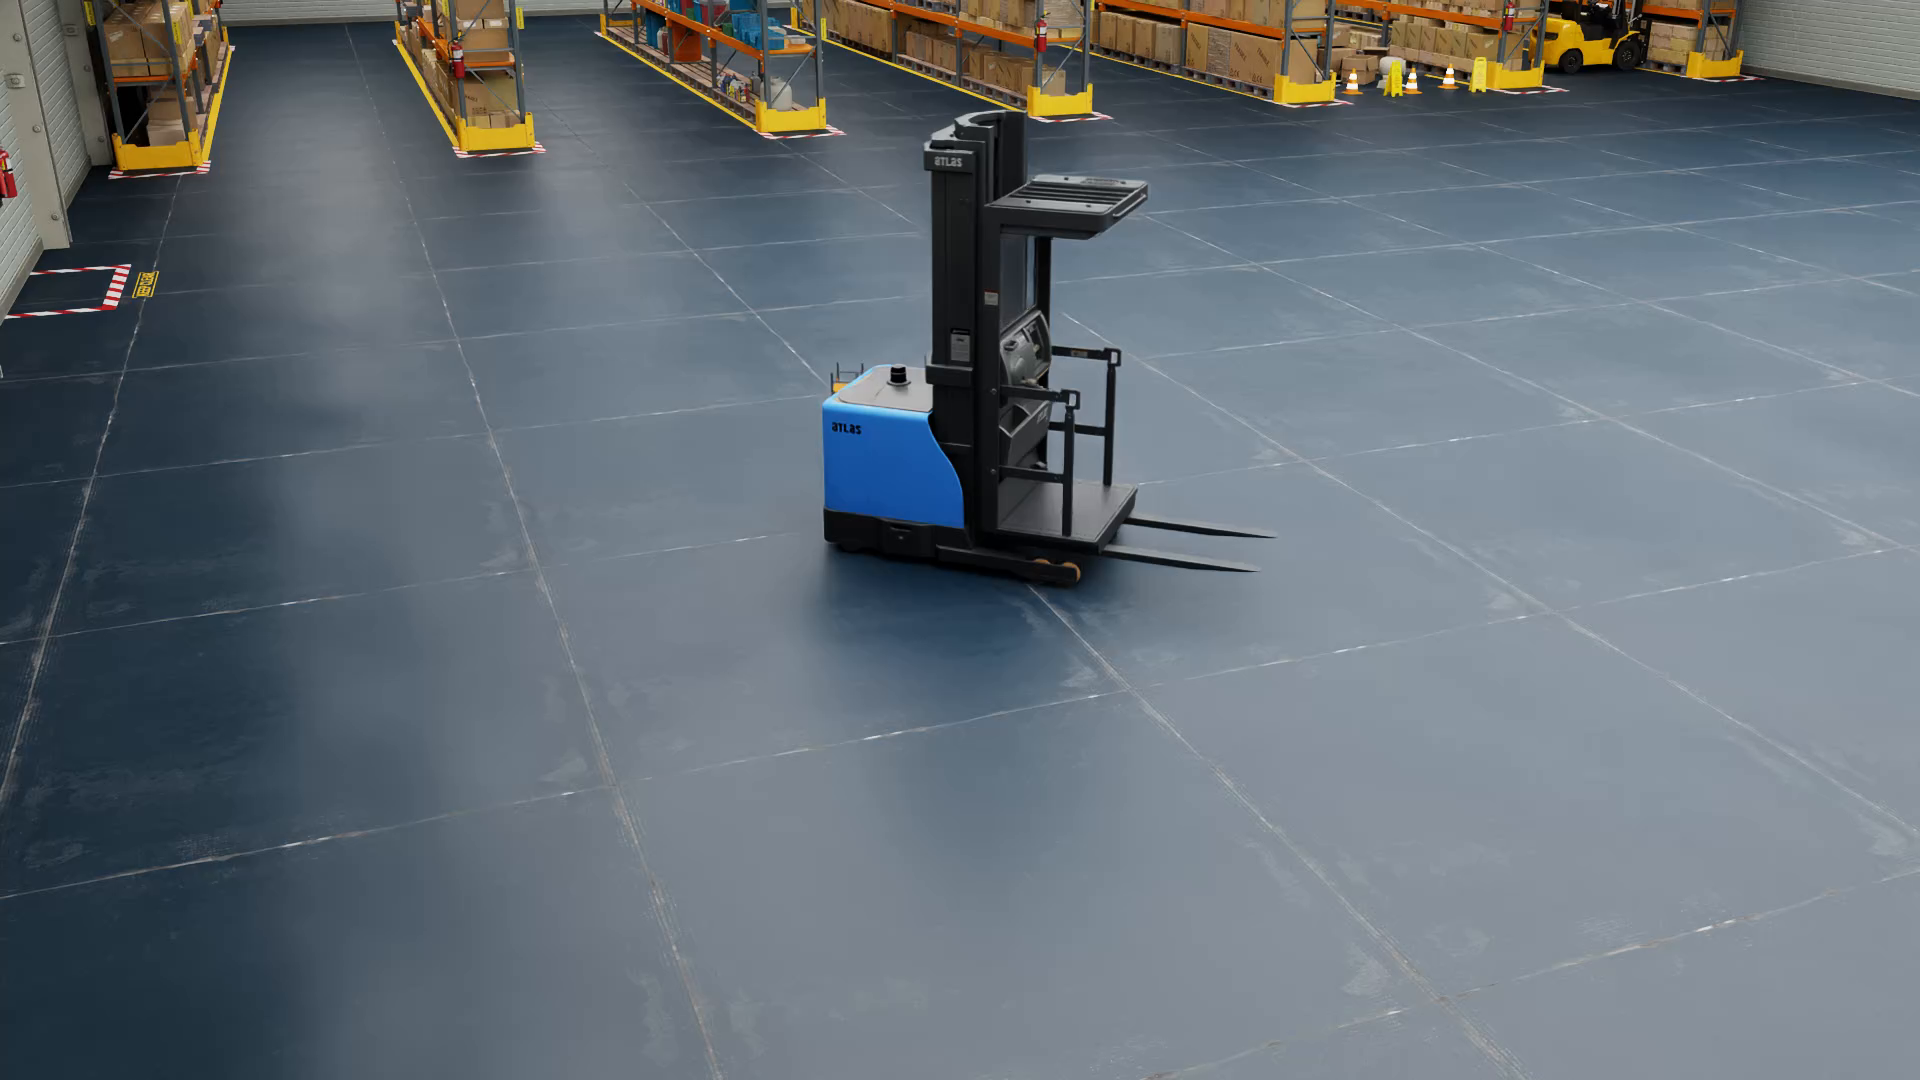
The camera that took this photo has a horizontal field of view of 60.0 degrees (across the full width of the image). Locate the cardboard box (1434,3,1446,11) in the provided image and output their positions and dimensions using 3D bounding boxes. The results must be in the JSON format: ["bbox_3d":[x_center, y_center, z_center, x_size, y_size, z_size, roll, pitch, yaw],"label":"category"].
[{"bbox_3d":[10.051,-11.046,34.418,0.380,0.149,0.250,-8,24,-19],"label":"cardboard box"}]

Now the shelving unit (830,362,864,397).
[{"bbox_3d":[-0.812,-0.759,12.198,0.215,1.050,0.252,2,23,6],"label":"shelving unit"}]

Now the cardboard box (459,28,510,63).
[{"bbox_3d":[-7.599,-7.920,26.550,0.700,0.500,0.500,-8,24,-19],"label":"cardboard box"}]

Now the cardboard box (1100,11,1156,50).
[{"bbox_3d":[3.804,-11.534,37.610,1.050,0.750,0.750,-9,24,-20],"label":"cardboard box"}]

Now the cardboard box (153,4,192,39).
[{"bbox_3d":[-12.854,-8.451,27.140,0.500,0.500,0.500,-8,24,-19],"label":"cardboard box"}]

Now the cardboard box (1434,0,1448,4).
[{"bbox_3d":[10.137,-11.314,34.220,0.500,0.500,0.500,-8,24,-18],"label":"cardboard box"}]

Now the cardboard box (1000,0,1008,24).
[{"bbox_3d":[1.230,-9.800,30.628,0.875,0.500,0.500,-8,24,-19],"label":"cardboard box"}]

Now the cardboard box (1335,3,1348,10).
[{"bbox_3d":[10.844,-15.029,46.224,0.700,0.500,0.500,-9,25,-21],"label":"cardboard box"}]

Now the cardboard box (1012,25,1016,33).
[{"bbox_3d":[1.182,-9.384,30.476,0.380,0.149,0.250,-8,24,-19],"label":"cardboard box"}]

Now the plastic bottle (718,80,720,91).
[{"bbox_3d":[-4.485,-8.535,31.174,0.097,0.201,0.097,0,23,0],"label":"plastic bottle"}]

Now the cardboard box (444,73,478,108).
[{"bbox_3d":[-8.280,-7.490,27.693,0.500,0.500,0.500,-8,24,-19],"label":"cardboard box"}]

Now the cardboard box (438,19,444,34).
[{"bbox_3d":[-9.341,-9.388,30.336,0.396,0.266,0.258,-9,24,-20],"label":"cardboard box"}]

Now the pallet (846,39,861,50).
[{"bbox_3d":[-2.073,-11.866,39.631,1.003,0.211,1.213,-8,24,-19],"label":"pallet"}]

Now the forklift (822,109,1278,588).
[{"bbox_3d":[0.622,-1.267,10.981,3.031,2.935,1.130,8,24,19],"label":"forklift"}]

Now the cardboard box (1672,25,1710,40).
[{"bbox_3d":[15.282,-10.614,34.783,0.500,0.250,0.500,-8,24,-17],"label":"cardboard box"}]

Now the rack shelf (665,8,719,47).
[{"bbox_3d":[-4.930,-10.229,33.085,1.077,0.370,4.000,-8,24,-19],"label":"rack shelf"}]

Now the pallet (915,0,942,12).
[{"bbox_3d":[-0.265,-11.165,34.625,1.003,0.211,1.213,-8,24,-19],"label":"pallet"}]

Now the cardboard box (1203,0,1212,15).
[{"bbox_3d":[5.443,-10.898,33.550,0.875,0.550,0.550,-8,24,-19],"label":"cardboard box"}]

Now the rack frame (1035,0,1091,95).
[{"bbox_3d":[1.823,-9.060,29.385,1.000,3.000,0.127,-8,24,-19],"label":"rack frame"}]

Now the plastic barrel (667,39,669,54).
[{"bbox_3d":[-6.108,-10.703,35.944,0.421,0.512,0.421,0,23,0],"label":"plastic barrel"}]

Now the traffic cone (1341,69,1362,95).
[{"bbox_3d":[7.640,-8.923,32.325,0.336,0.463,0.334,-8,24,-19],"label":"traffic cone"}]

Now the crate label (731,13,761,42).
[{"bbox_3d":[-3.714,-9.029,29.264,0.502,0.435,0.616,-8,24,-19],"label":"crate label"}]

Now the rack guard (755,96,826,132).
[{"bbox_3d":[-2.881,-7.250,28.308,1.175,0.500,0.348,-8,24,-19],"label":"rack guard"}]

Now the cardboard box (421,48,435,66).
[{"bbox_3d":[-10.361,-9.564,32.856,0.500,0.311,0.500,-7,24,-17],"label":"cardboard box"}]

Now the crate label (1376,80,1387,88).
[{"bbox_3d":[8.482,-9.082,33.121,0.298,0.136,0.250,18,29,36],"label":"crate label"}]

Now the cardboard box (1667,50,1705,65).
[{"bbox_3d":[15.275,-10.156,34.984,0.500,0.250,0.500,-8,24,-19],"label":"cardboard box"}]

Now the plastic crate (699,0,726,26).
[{"bbox_3d":[-4.681,-9.998,31.526,0.402,0.464,0.583,-8,24,-19],"label":"plastic crate"}]

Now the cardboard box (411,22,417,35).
[{"bbox_3d":[-11.389,-10.887,35.404,0.500,0.250,0.500,-8,24,-19],"label":"cardboard box"}]

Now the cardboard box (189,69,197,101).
[{"bbox_3d":[-14.139,-8.163,29.907,0.700,0.500,0.500,-8,24,-18],"label":"cardboard box"}]

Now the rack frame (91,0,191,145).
[{"bbox_3d":[-12.079,-7.022,24.547,1.000,3.000,0.127,-8,24,-19],"label":"rack frame"}]

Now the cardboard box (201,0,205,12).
[{"bbox_3d":[-15.013,-10.524,32.319,0.500,0.500,0.500,-8,24,-17],"label":"cardboard box"}]

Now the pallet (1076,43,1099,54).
[{"bbox_3d":[3.398,-11.610,39.025,1.003,0.211,1.213,-8,24,-19],"label":"pallet"}]

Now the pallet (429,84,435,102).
[{"bbox_3d":[-9.590,-8.577,31.829,1.003,0.211,1.213,-8,24,-19],"label":"pallet"}]

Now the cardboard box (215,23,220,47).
[{"bbox_3d":[-17.213,-11.454,37.742,0.700,0.500,0.500,-8,24,-19],"label":"cardboard box"}]

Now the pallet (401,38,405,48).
[{"bbox_3d":[-12.788,-11.914,39.746,1.003,0.211,1.213,-8,24,-19],"label":"pallet"}]

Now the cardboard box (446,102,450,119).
[{"bbox_3d":[-8.453,-7.327,28.271,0.500,0.250,0.500,-8,24,-19],"label":"cardboard box"}]

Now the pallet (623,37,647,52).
[{"bbox_3d":[-7.346,-11.718,39.280,1.003,0.211,1.213,-8,24,-19],"label":"pallet"}]

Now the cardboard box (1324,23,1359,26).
[{"bbox_3d":[8.727,-11.836,38.812,0.950,0.372,0.625,-9,24,-20],"label":"cardboard box"}]

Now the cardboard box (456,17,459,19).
[{"bbox_3d":[-7.853,-8.255,26.510,0.380,0.149,0.250,-8,24,-18],"label":"cardboard box"}]

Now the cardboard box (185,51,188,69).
[{"bbox_3d":[-12.151,-7.369,25.540,0.500,0.250,0.500,-9,25,-21],"label":"cardboard box"}]

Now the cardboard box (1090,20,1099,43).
[{"bbox_3d":[3.196,-11.856,38.695,0.500,0.500,0.500,-8,24,-19],"label":"cardboard box"}]

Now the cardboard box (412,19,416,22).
[{"bbox_3d":[-12.353,-11.797,38.525,0.797,0.503,0.637,-8,24,-19],"label":"cardboard box"}]

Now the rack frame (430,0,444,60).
[{"bbox_3d":[-8.859,-9.156,29.611,1.000,3.000,0.127,-8,24,-19],"label":"rack frame"}]

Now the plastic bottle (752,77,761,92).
[{"bbox_3d":[-3.788,-8.488,30.968,0.152,0.276,0.135,-8,24,-19],"label":"plastic bottle"}]

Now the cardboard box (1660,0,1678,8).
[{"bbox_3d":[15.143,-11.481,34.999,0.500,0.500,0.500,-8,24,-17],"label":"cardboard box"}]

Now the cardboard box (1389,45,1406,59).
[{"bbox_3d":[9.637,-10.549,35.915,0.500,0.250,0.500,-10,25,-21],"label":"cardboard box"}]

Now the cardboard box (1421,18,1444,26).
[{"bbox_3d":[9.906,-10.856,34.842,0.380,0.149,0.250,-7,24,-16],"label":"cardboard box"}]

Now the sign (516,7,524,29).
[{"bbox_3d":[-6.924,-8.212,26.155,0.100,0.325,0.005,-8,24,-19],"label":"sign"}]

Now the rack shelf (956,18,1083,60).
[{"bbox_3d":[1.117,-9.456,31.249,1.077,0.370,4.000,-8,24,-19],"label":"rack shelf"}]

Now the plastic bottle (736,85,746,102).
[{"bbox_3d":[-3.933,-8.031,29.883,0.152,0.276,0.135,-8,24,-19],"label":"plastic bottle"}]

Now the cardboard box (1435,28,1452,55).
[{"bbox_3d":[10.208,-10.321,34.409,0.500,0.500,0.500,-9,24,-20],"label":"cardboard box"}]

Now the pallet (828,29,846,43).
[{"bbox_3d":[-2.611,-12.423,40.952,1.003,0.211,1.213,-8,24,-19],"label":"pallet"}]

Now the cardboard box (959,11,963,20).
[{"bbox_3d":[0.205,-10.279,32.599,0.380,0.149,0.250,-8,24,-19],"label":"cardboard box"}]
